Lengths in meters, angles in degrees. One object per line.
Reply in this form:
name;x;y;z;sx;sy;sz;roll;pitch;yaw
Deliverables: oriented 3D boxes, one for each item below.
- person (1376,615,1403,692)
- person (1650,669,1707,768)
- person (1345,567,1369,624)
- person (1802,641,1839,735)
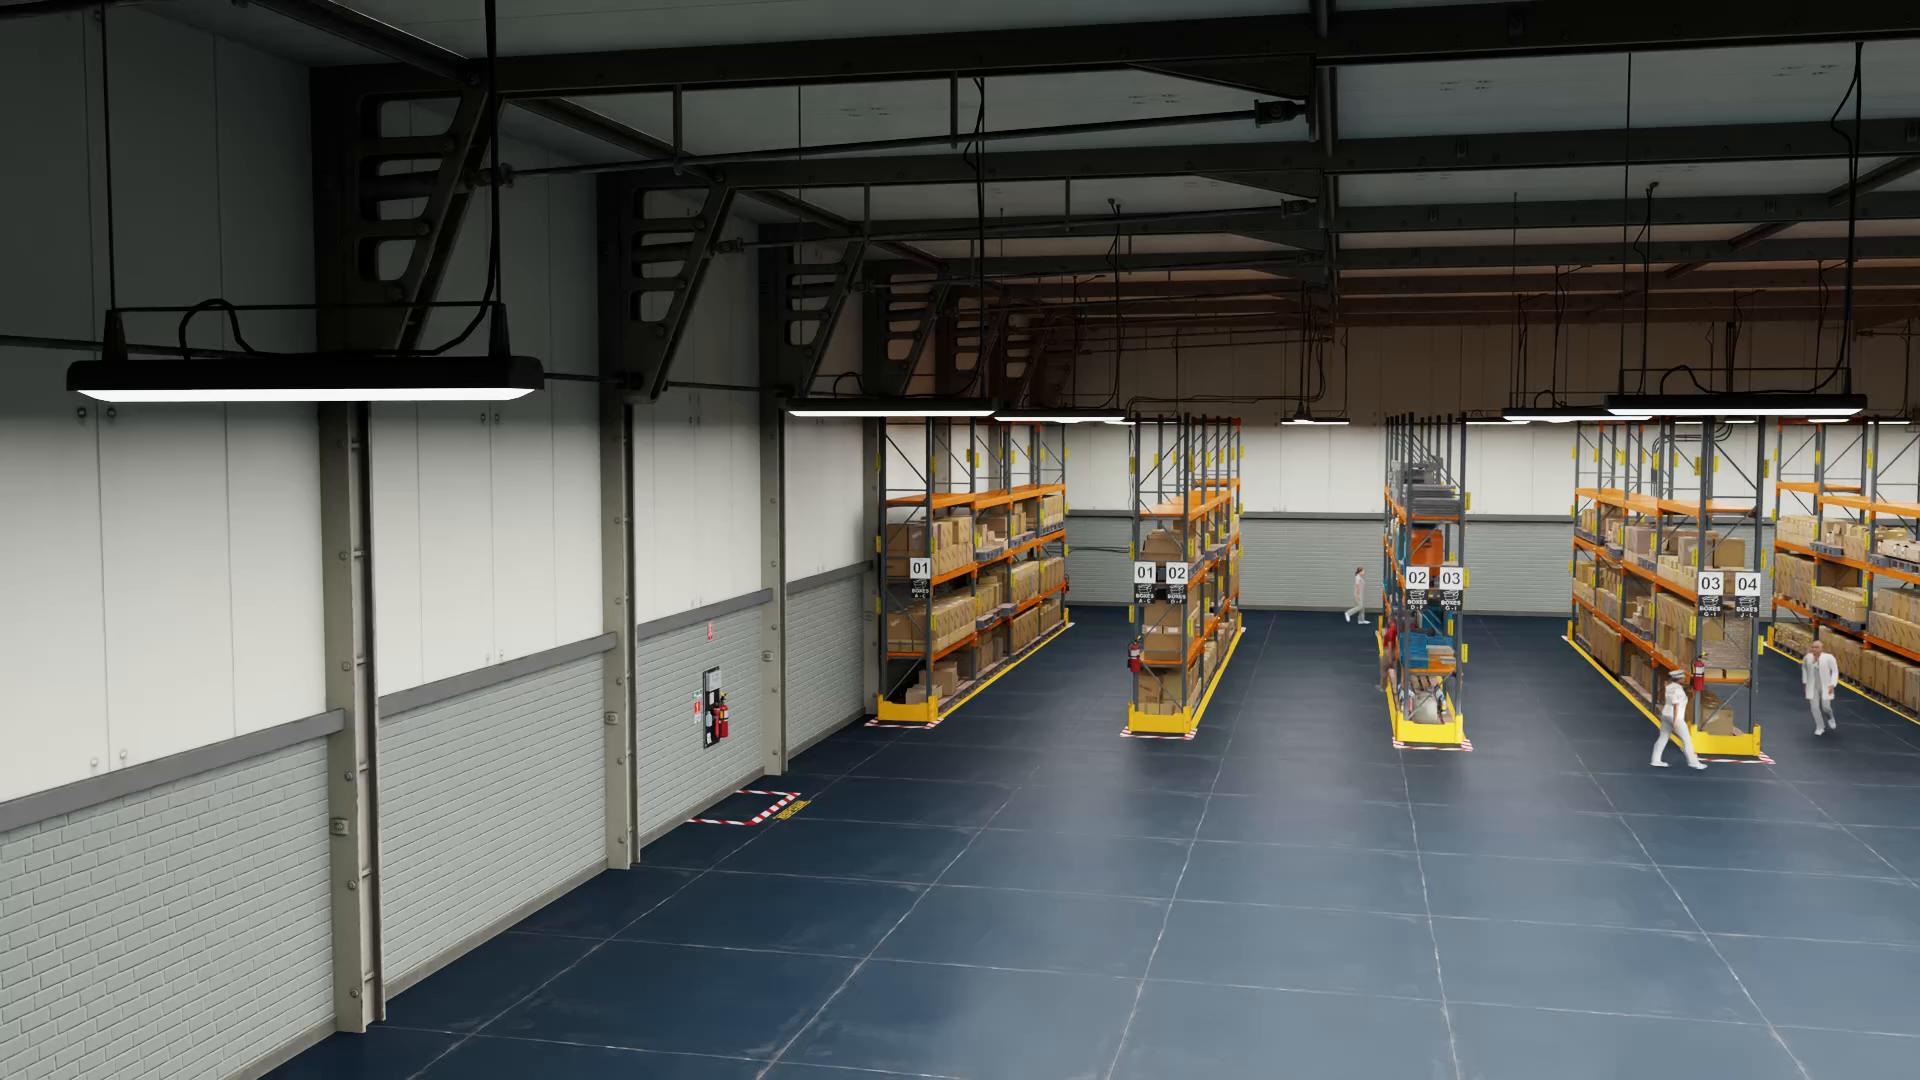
person;9.324;2.455;35.661;0.506;1.678;1.032;-1;4;-13
person;12.055;2.992;27.939;0.860;1.630;0.505;-1;4;-9
person;11.564;1.607;48.399;0.652;1.666;0.483;2;4;23
person;16.117;2.745;31.153;0.632;1.758;0.677;3;5;36
